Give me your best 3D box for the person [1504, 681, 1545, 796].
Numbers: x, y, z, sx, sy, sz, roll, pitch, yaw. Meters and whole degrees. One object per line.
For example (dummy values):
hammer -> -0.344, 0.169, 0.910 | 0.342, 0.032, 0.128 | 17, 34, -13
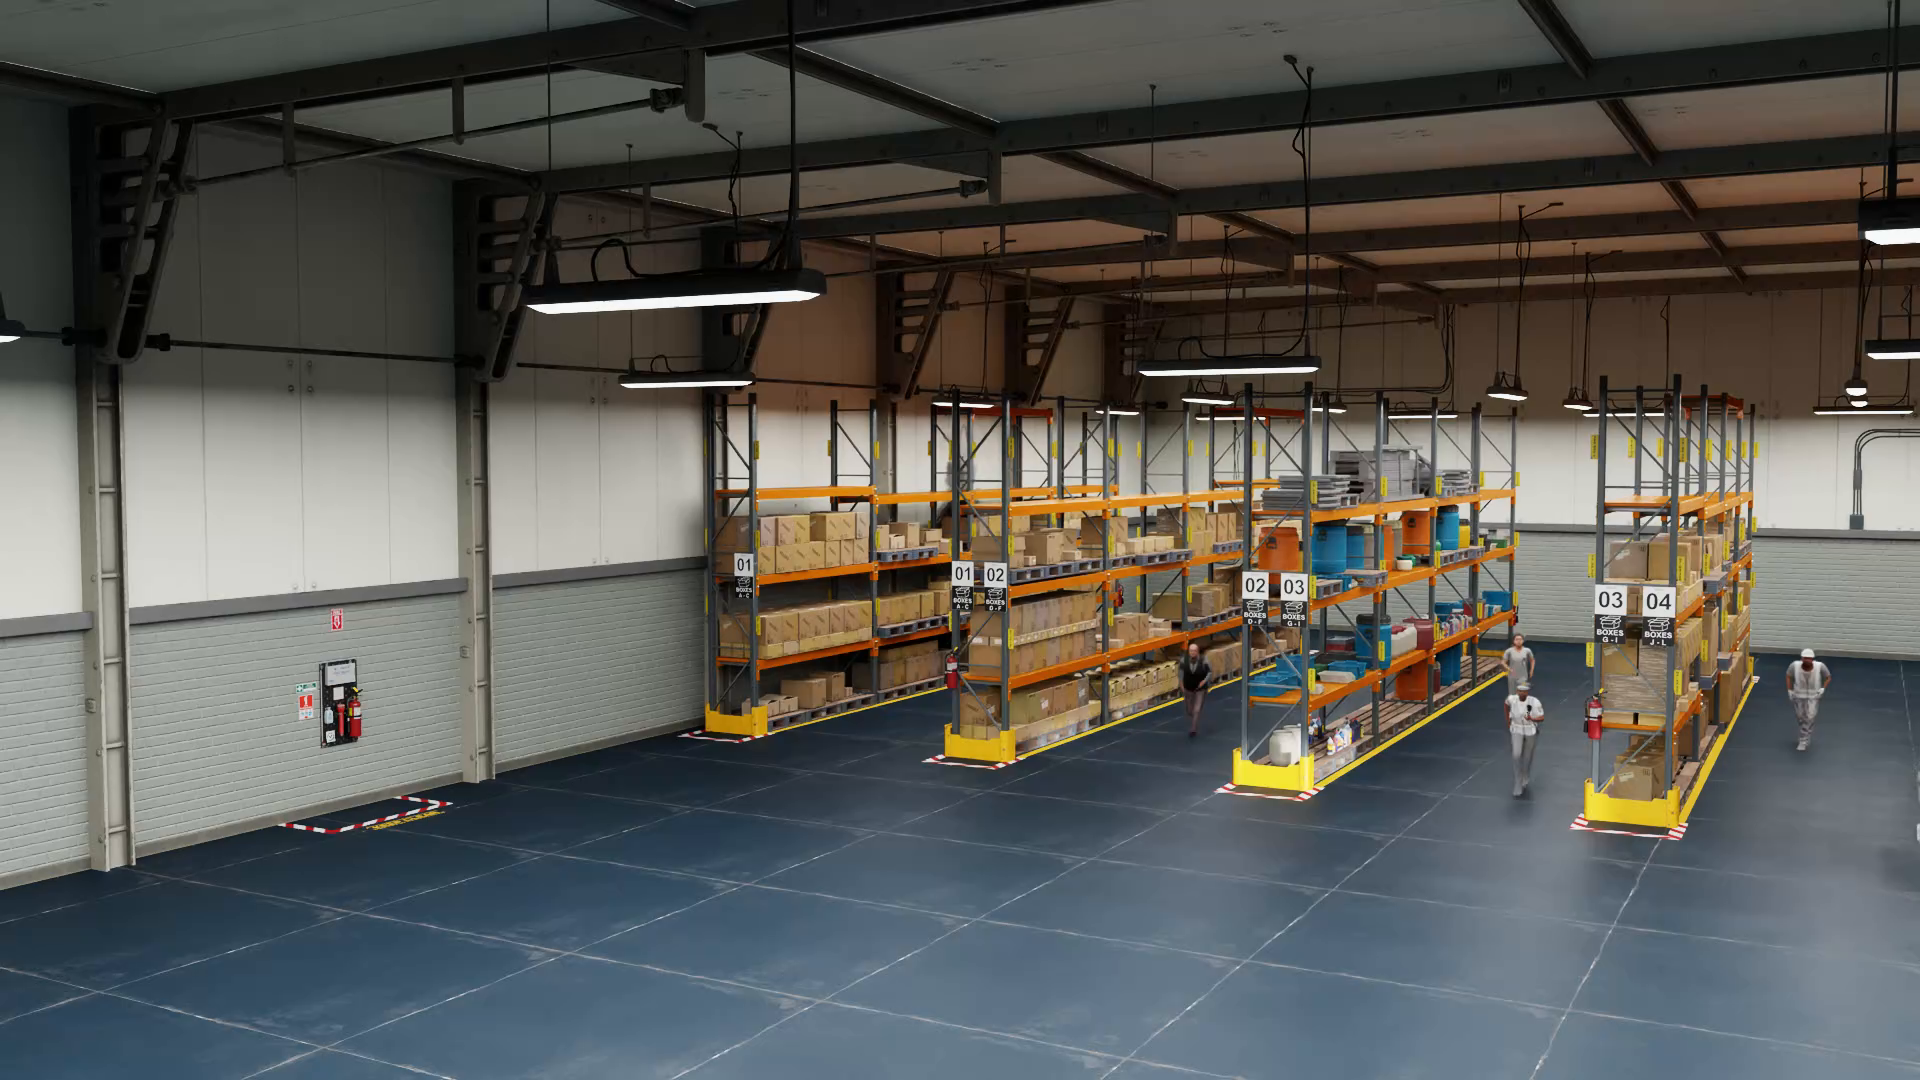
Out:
person -> 8.265, 2.870, 24.370 | 0.573, 1.693, 0.908 | 1, 3, 19

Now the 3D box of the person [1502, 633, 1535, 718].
person -> 10.206, 2.534, 30.406 | 0.590, 1.670, 0.794 | 1, 3, 14

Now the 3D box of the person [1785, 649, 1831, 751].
person -> 14.258, 2.658, 27.972 | 0.682, 1.722, 0.934 | 1, 3, 25

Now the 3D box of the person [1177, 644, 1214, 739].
person -> 4.126, 2.627, 29.077 | 0.656, 1.667, 0.809 | 1, 3, 14
